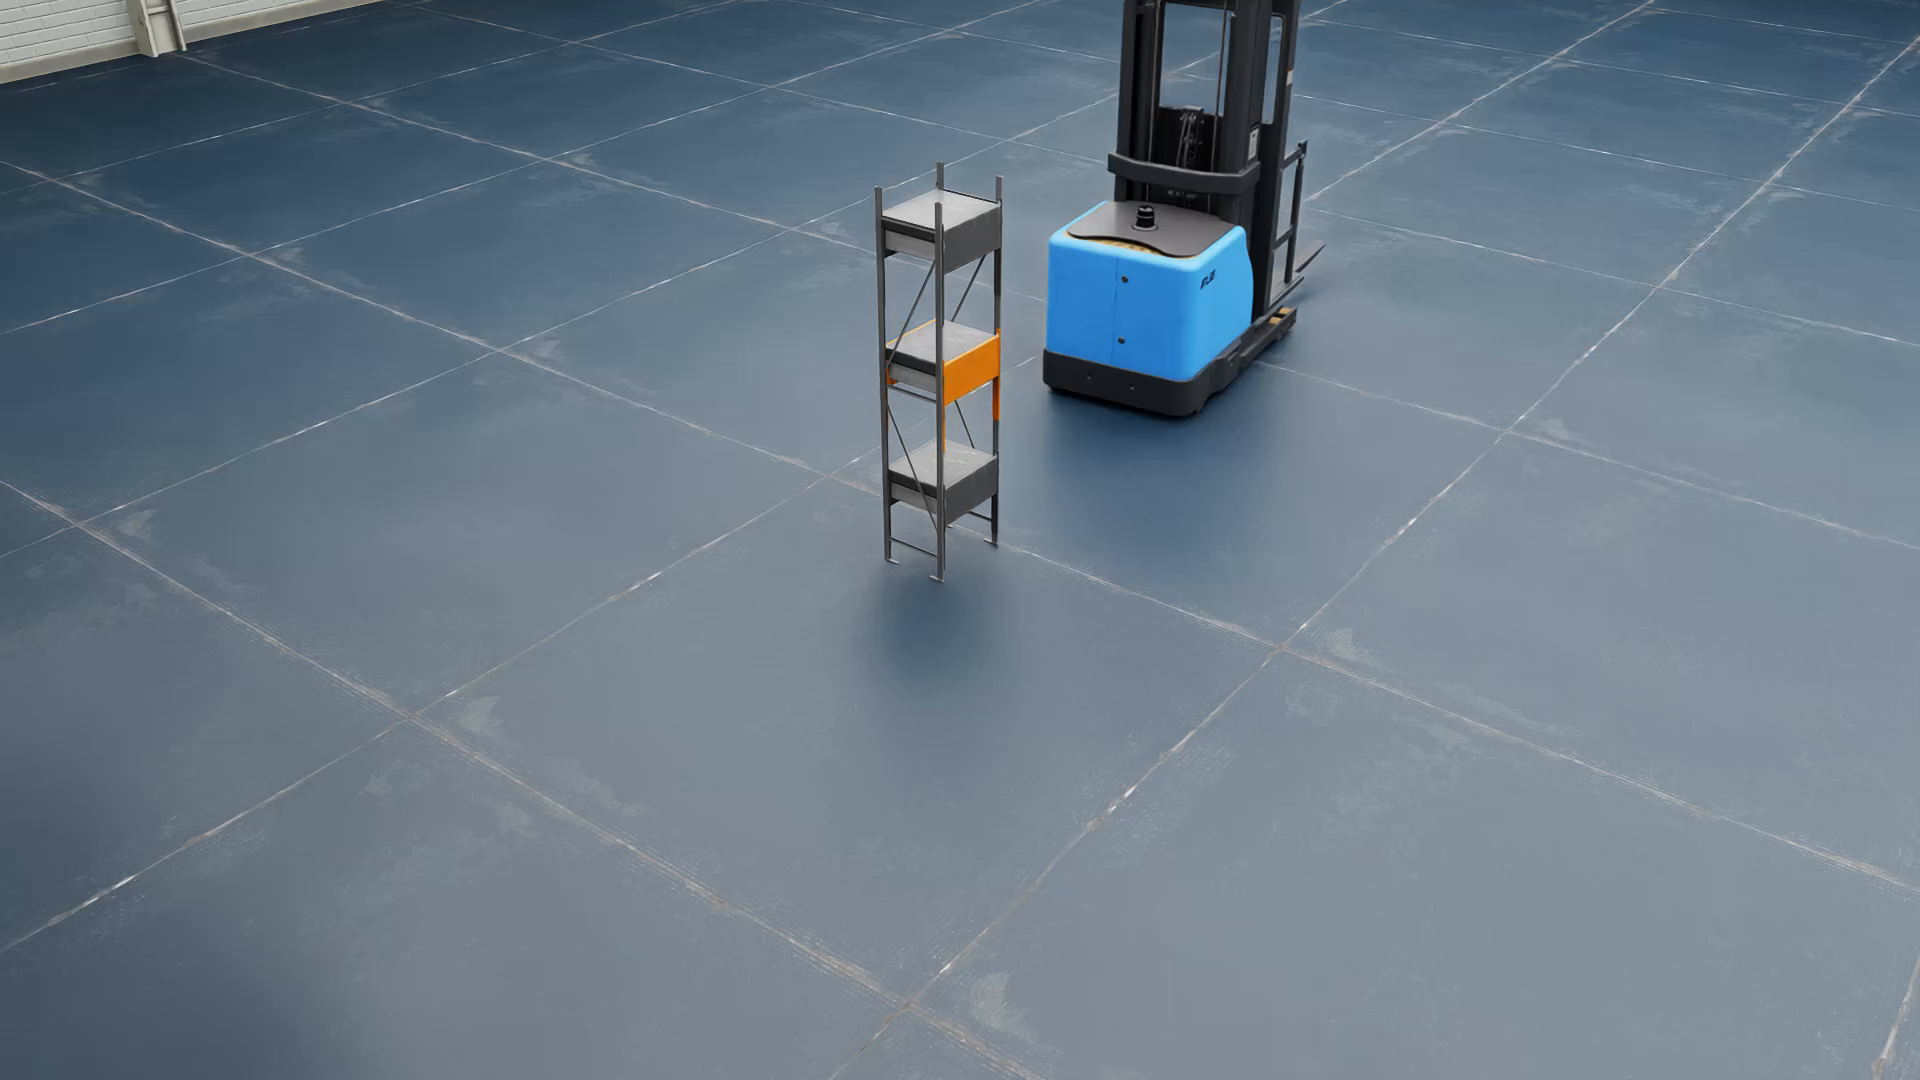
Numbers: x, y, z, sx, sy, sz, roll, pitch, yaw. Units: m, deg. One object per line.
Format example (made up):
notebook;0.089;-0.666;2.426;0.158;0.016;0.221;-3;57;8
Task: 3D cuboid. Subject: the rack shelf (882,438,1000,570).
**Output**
rack shelf;-0.100;-0.222;8.965;0.431;0.518;0.480;21;37;31

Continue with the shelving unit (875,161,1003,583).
shelving unit;-0.100;-0.836;8.601;0.431;2.100;0.503;21;37;31

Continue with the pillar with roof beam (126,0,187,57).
pillar with roof beam;-5.362;-7.936;13.815;9.100;9.000;0.400;21;37;31

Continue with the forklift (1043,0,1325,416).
forklift;1.720;-2.754;11.023;1.130;2.935;3.031;17;34;26

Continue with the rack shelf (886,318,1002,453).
rack shelf;-0.100;-0.824;8.608;0.431;0.518;0.480;21;37;31

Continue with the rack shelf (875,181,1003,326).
rack shelf;-0.100;-1.426;8.251;0.431;0.518;0.480;21;37;31

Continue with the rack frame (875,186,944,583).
rack frame;-0.247;-0.737;8.434;0.400;2.100;0.015;21;37;31

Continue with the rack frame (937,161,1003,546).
rack frame;0.047;-0.935;8.769;0.400;2.100;0.015;21;37;31
